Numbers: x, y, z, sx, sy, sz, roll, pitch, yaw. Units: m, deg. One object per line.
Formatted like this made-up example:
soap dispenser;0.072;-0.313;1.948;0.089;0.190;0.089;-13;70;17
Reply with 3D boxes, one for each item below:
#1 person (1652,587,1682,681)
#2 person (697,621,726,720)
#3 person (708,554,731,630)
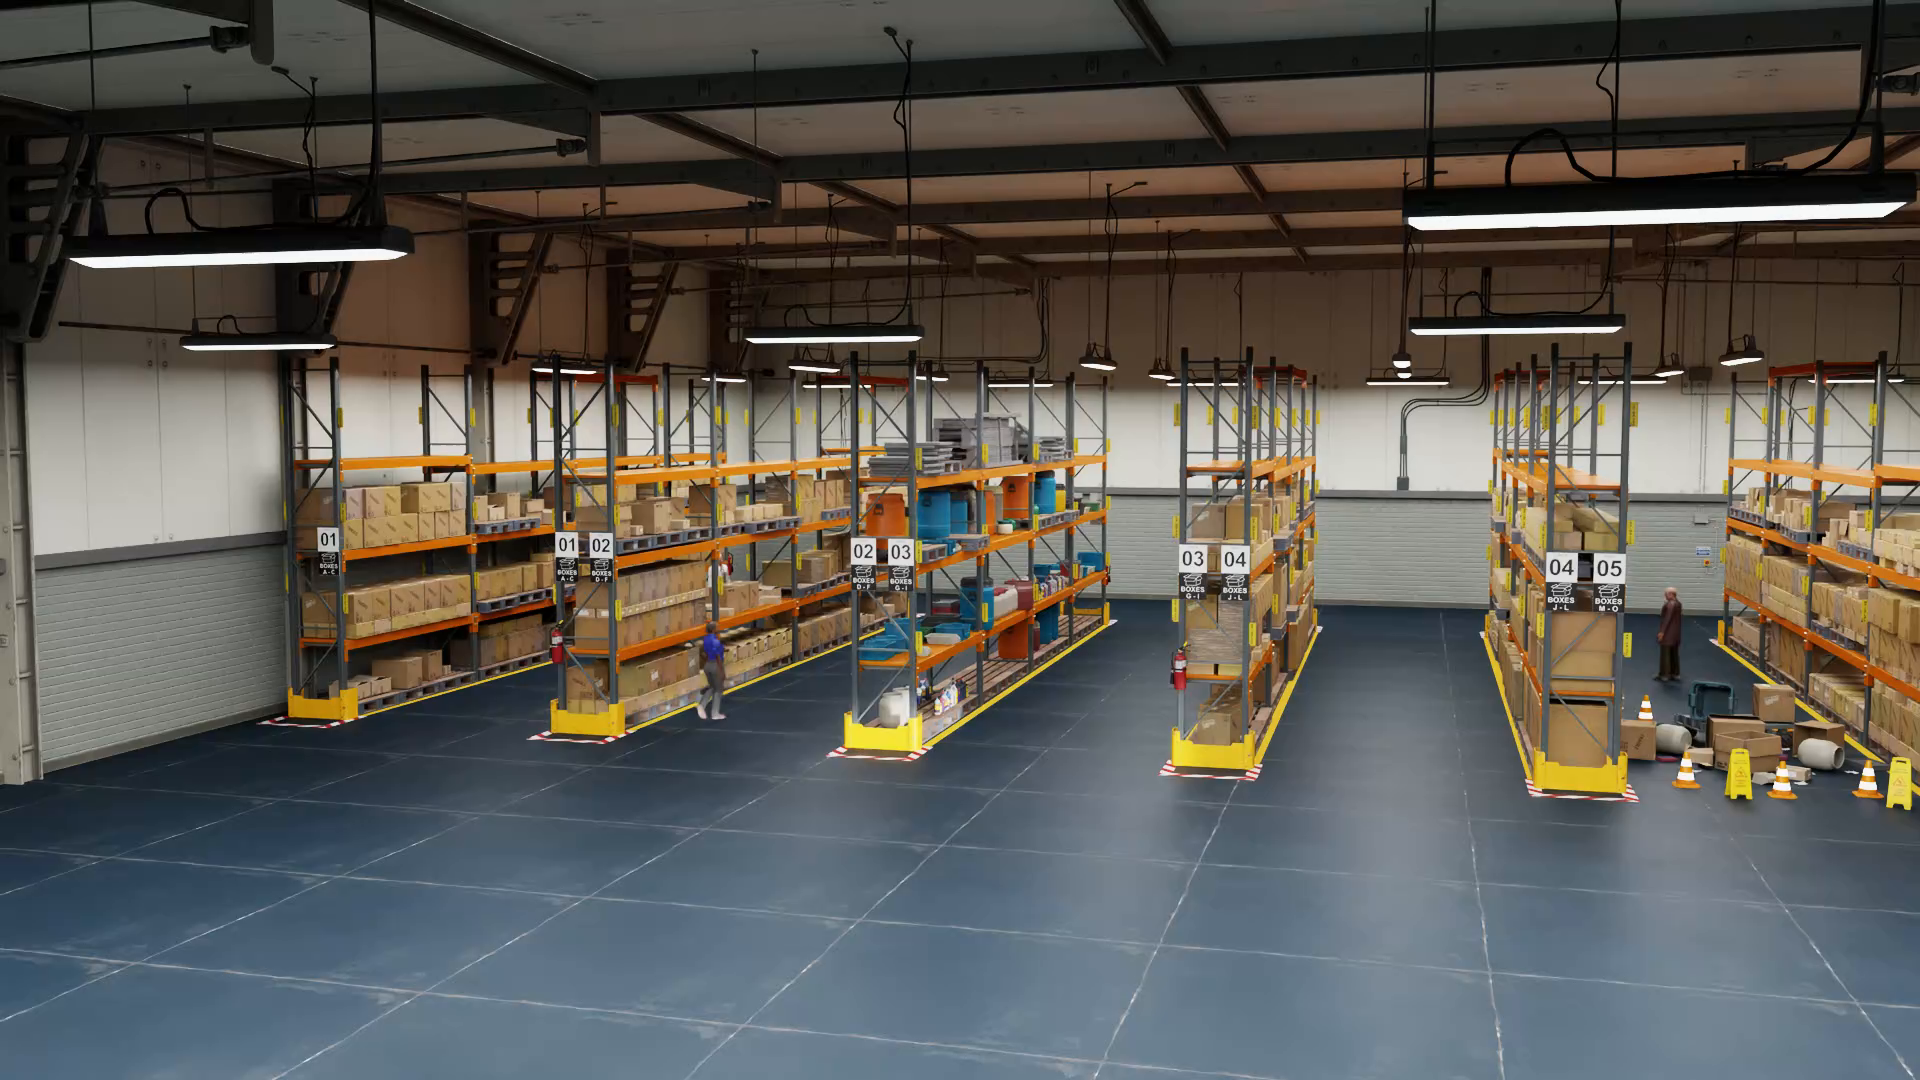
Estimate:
person;13.504;1.792;31.755;0.660;1.790;0.432;-4;6;-41
person;-4.079;2.151;27.457;0.456;1.646;0.463;4;6;42
person;-5.686;1.218;39.499;0.484;1.792;0.598;2;5;28
